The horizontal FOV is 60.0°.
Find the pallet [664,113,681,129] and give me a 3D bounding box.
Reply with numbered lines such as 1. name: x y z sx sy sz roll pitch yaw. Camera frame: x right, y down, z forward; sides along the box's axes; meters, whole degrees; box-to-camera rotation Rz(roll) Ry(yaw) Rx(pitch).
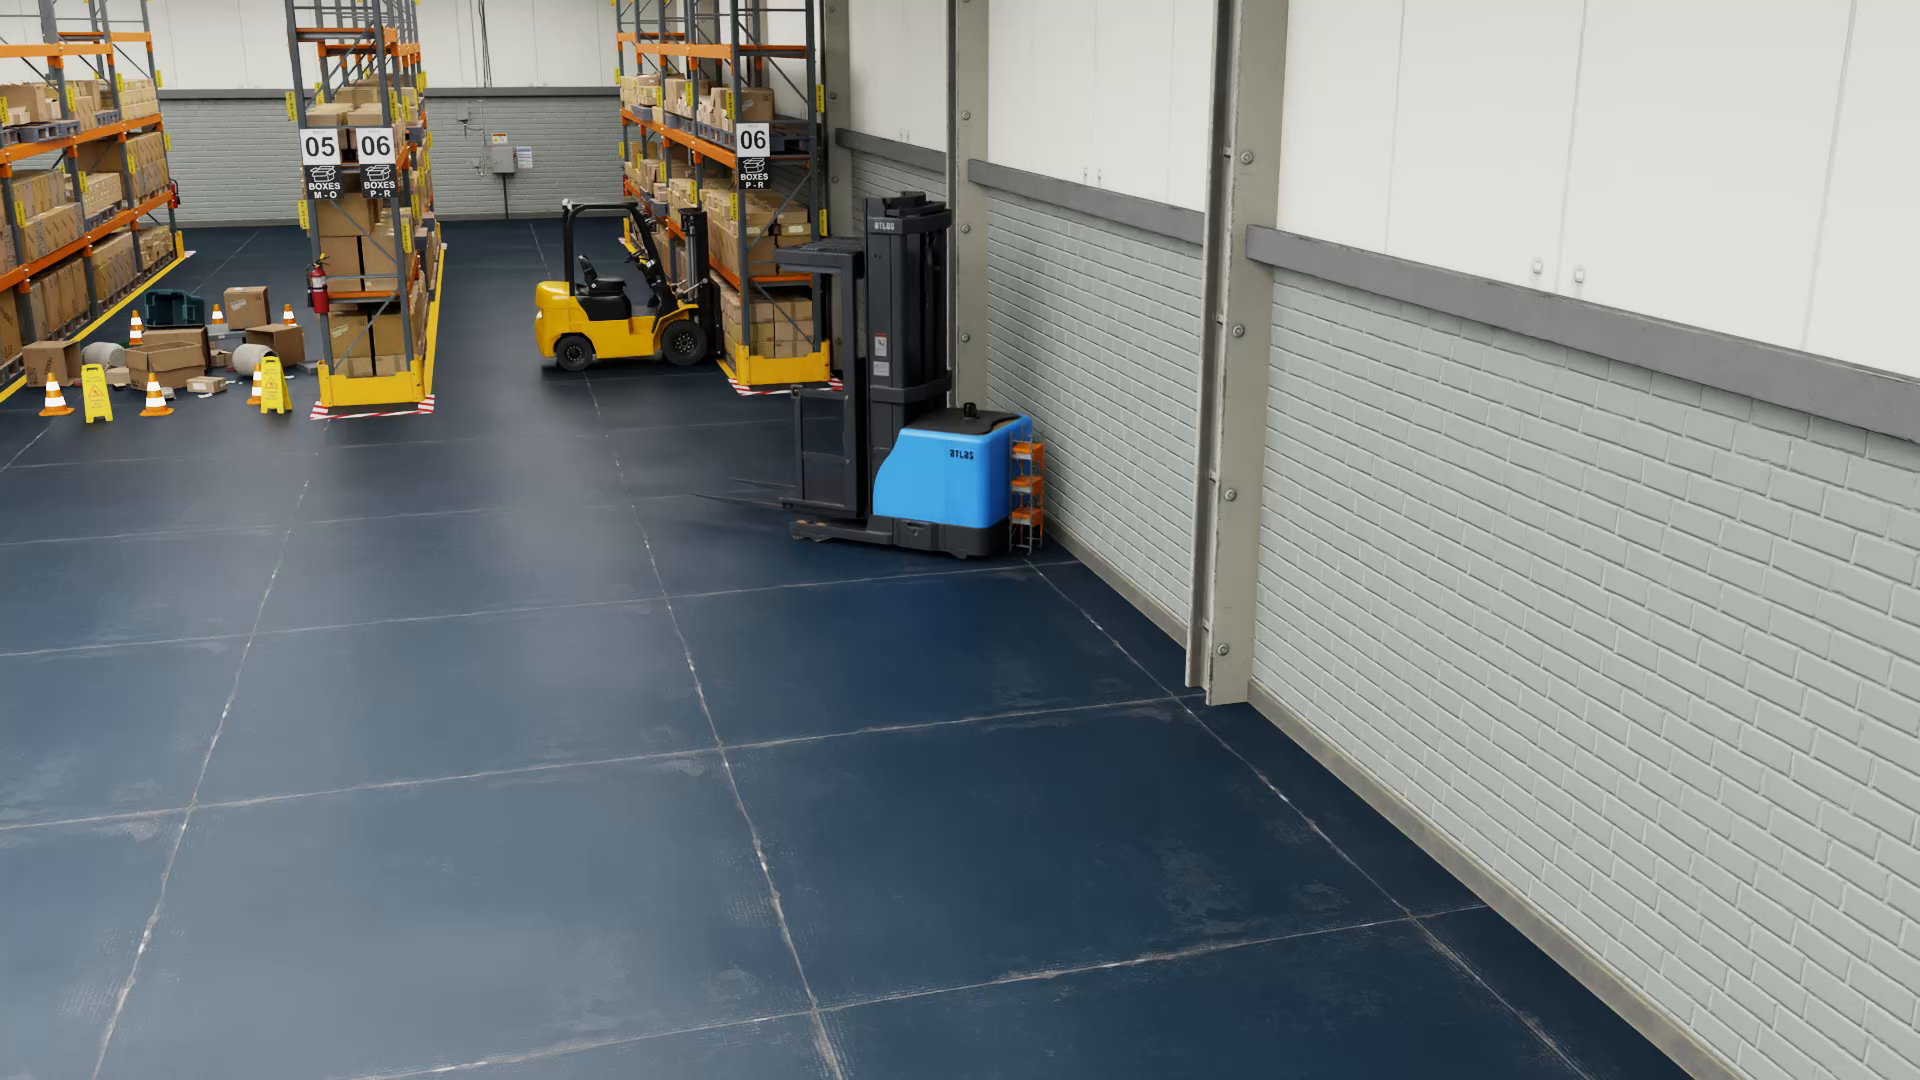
1. pallet: -4.181 -6.856 27.177 1.213 0.211 1.003 -4 17 -13

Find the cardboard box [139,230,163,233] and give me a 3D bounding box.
1. cardboard box: -15.549 -5.873 31.980 0.380 0.149 0.250 -5 18 -17

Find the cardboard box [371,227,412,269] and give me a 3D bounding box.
1. cardboard box: -7.035 -3.571 20.434 0.500 0.500 0.500 -4 17 -14

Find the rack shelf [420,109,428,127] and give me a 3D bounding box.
1. rack shelf: -10.874 -8.049 32.070 1.077 0.370 4.000 -5 17 -15

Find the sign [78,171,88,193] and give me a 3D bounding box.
1. sign: -13.424 -5.477 25.459 0.100 0.325 0.005 -5 17 -15

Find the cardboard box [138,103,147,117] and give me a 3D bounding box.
1. cardboard box: -15.340 -7.926 30.672 0.500 0.250 0.500 -4 17 -13

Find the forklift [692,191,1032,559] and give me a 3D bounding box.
1. forklift: -0.926 -1.512 14.392 3.031 2.935 1.130 8 18 24

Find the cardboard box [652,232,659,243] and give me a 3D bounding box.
1. cardboard box: -5.480 -5.503 31.173 0.500 0.500 0.500 -5 17 -16

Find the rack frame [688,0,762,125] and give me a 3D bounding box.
1. rack frame: -3.354 -7.457 23.636 1.000 3.000 0.127 -5 17 -15

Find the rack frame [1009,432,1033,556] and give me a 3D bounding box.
1. rack frame: 0.510 -0.383 13.903 0.200 1.050 0.008 7 18 23

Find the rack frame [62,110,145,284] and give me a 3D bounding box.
1. rack frame: -15.056 -5.984 29.160 1.000 3.000 0.127 -5 17 -15

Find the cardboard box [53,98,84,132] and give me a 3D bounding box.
1. cardboard box: -13.858 -6.541 25.627 0.500 0.500 0.500 -5 17 -15

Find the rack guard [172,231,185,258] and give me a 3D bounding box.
1. rack guard: -16.134 -5.873 33.133 1.175 0.500 0.348 -5 17 -15

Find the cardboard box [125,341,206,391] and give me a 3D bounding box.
1. cardboard box: -9.943 -2.174 20.816 0.637 0.503 0.797 11 20 32

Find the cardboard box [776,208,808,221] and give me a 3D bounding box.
1. cardboard box: -2.155 -4.167 21.292 0.380 0.149 0.250 -4 17 -13

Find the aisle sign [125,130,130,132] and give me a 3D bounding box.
1. aisle sign: -16.464 -8.332 32.458 0.394 0.787 0.004 -5 17 -15

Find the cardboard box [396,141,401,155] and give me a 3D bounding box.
1. cardboard box: -7.164 -4.875 20.690 0.380 0.149 0.250 -4 17 -15

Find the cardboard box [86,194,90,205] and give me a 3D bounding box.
1. cardboard box: -14.049 -5.399 26.402 0.380 0.149 0.250 -5 18 -17

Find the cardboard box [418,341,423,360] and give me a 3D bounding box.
1. cardboard box: -7.115 -2.355 21.129 0.500 0.250 0.500 -4 17 -13

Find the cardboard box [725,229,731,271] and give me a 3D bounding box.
1. cardboard box: -2.776 -3.785 21.666 0.500 0.500 0.500 -4 17 -14

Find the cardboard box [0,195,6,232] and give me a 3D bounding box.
1. cardboard box: -12.526 -4.113 20.792 0.875 0.550 0.550 -5 17 -15

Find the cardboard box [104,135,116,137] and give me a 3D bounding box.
1. cardboard box: -16.021 -7.330 31.211 0.500 0.500 0.500 -5 17 -16

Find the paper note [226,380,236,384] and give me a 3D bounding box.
1. paper note: -9.289 -2.008 21.103 0.148 0.019 0.142 1 17 4

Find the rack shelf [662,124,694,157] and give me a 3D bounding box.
1. rack shelf: -3.904 -6.229 26.013 1.077 0.370 4.000 -5 17 -15

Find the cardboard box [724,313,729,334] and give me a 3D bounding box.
1. cardboard box: -2.817 -2.851 21.910 0.500 0.250 0.500 -5 17 -16

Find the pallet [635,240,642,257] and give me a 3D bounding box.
1. pallet: -6.079 -5.990 34.025 1.003 0.211 1.213 -5 17 -15

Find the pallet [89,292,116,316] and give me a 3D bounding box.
1. pallet: -14.170 -3.759 26.598 1.003 0.211 1.213 -5 17 -15

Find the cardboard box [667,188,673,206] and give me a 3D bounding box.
1. cardboard box: -4.590 -5.714 27.653 0.500 0.250 0.500 -5 17 -15

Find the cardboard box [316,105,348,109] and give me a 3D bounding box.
1. cardboard box: -8.143 -5.558 21.577 0.380 0.149 0.250 -5 17 -16

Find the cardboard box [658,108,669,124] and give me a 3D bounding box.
1. cardboard box: -4.828 -7.178 28.181 0.500 0.250 0.500 -5 18 -17

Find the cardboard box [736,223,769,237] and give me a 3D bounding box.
1. cardboard box: -2.620 -3.910 20.954 0.380 0.149 0.250 -4 17 -14

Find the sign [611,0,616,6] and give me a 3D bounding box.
1. sign: -7.174 -11.219 34.398 0.100 0.325 0.005 -5 17 -15

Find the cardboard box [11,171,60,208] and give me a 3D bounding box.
1. cardboard box: -13.703 -5.140 24.437 0.700 0.500 0.500 -5 17 -16

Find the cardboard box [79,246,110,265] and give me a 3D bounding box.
1. cardboard box: -14.053 -4.591 26.834 0.500 0.250 0.500 -5 17 -16

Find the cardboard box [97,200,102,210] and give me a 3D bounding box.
1. cardboard box: -14.252 -5.465 27.138 0.380 0.149 0.250 -4 17 -15

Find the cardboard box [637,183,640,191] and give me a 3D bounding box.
1. cardboard box: -6.214 -7.028 33.073 0.380 0.149 0.250 -5 17 -16

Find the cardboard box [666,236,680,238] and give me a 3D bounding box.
1. cardboard box: -4.968 -5.271 29.274 0.380 0.149 0.250 -5 18 -17

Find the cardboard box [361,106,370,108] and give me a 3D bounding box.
1. cardboard box: -7.528 -5.532 21.490 0.380 0.149 0.250 -5 17 -16

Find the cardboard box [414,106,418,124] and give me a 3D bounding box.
1. cardboard box: -8.041 -6.090 23.829 0.500 0.250 0.500 -5 17 -16

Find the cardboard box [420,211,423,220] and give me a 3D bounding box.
1. cardboard box: -8.503 -5.026 25.677 0.380 0.149 0.250 -4 17 -14

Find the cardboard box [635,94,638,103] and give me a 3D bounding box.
1. cardboard box: -5.815 -8.174 30.769 0.380 0.149 0.250 -5 17 -15

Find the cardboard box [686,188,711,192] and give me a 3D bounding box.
1. cardboard box: -4.041 -5.371 25.817 0.380 0.149 0.250 -5 17 -15

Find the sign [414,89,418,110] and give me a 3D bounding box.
1. sign: -8.703 -7.024 26.508 0.100 0.325 0.005 -5 17 -15

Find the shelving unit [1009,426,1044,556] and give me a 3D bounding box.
1. shelving unit: 0.561 -0.415 14.010 0.215 1.050 0.252 7 18 23

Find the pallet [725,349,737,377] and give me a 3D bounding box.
1. pallet: -2.505 -2.351 21.910 1.003 0.211 1.213 -5 17 -15

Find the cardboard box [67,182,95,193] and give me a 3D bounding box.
1. cardboard box: -14.185 -5.677 26.810 0.380 0.149 0.250 -4 17 -13

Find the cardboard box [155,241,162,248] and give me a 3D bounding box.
1. cardboard box: -15.384 -5.587 31.547 0.380 0.149 0.250 -4 17 -12

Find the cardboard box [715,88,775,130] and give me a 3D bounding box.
1. cardboard box: -2.796 -5.606 21.608 0.700 0.500 0.500 -5 17 -15

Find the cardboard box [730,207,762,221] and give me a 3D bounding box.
1. cardboard box: -2.752 -4.197 21.392 0.380 0.149 0.250 -4 17 -14
